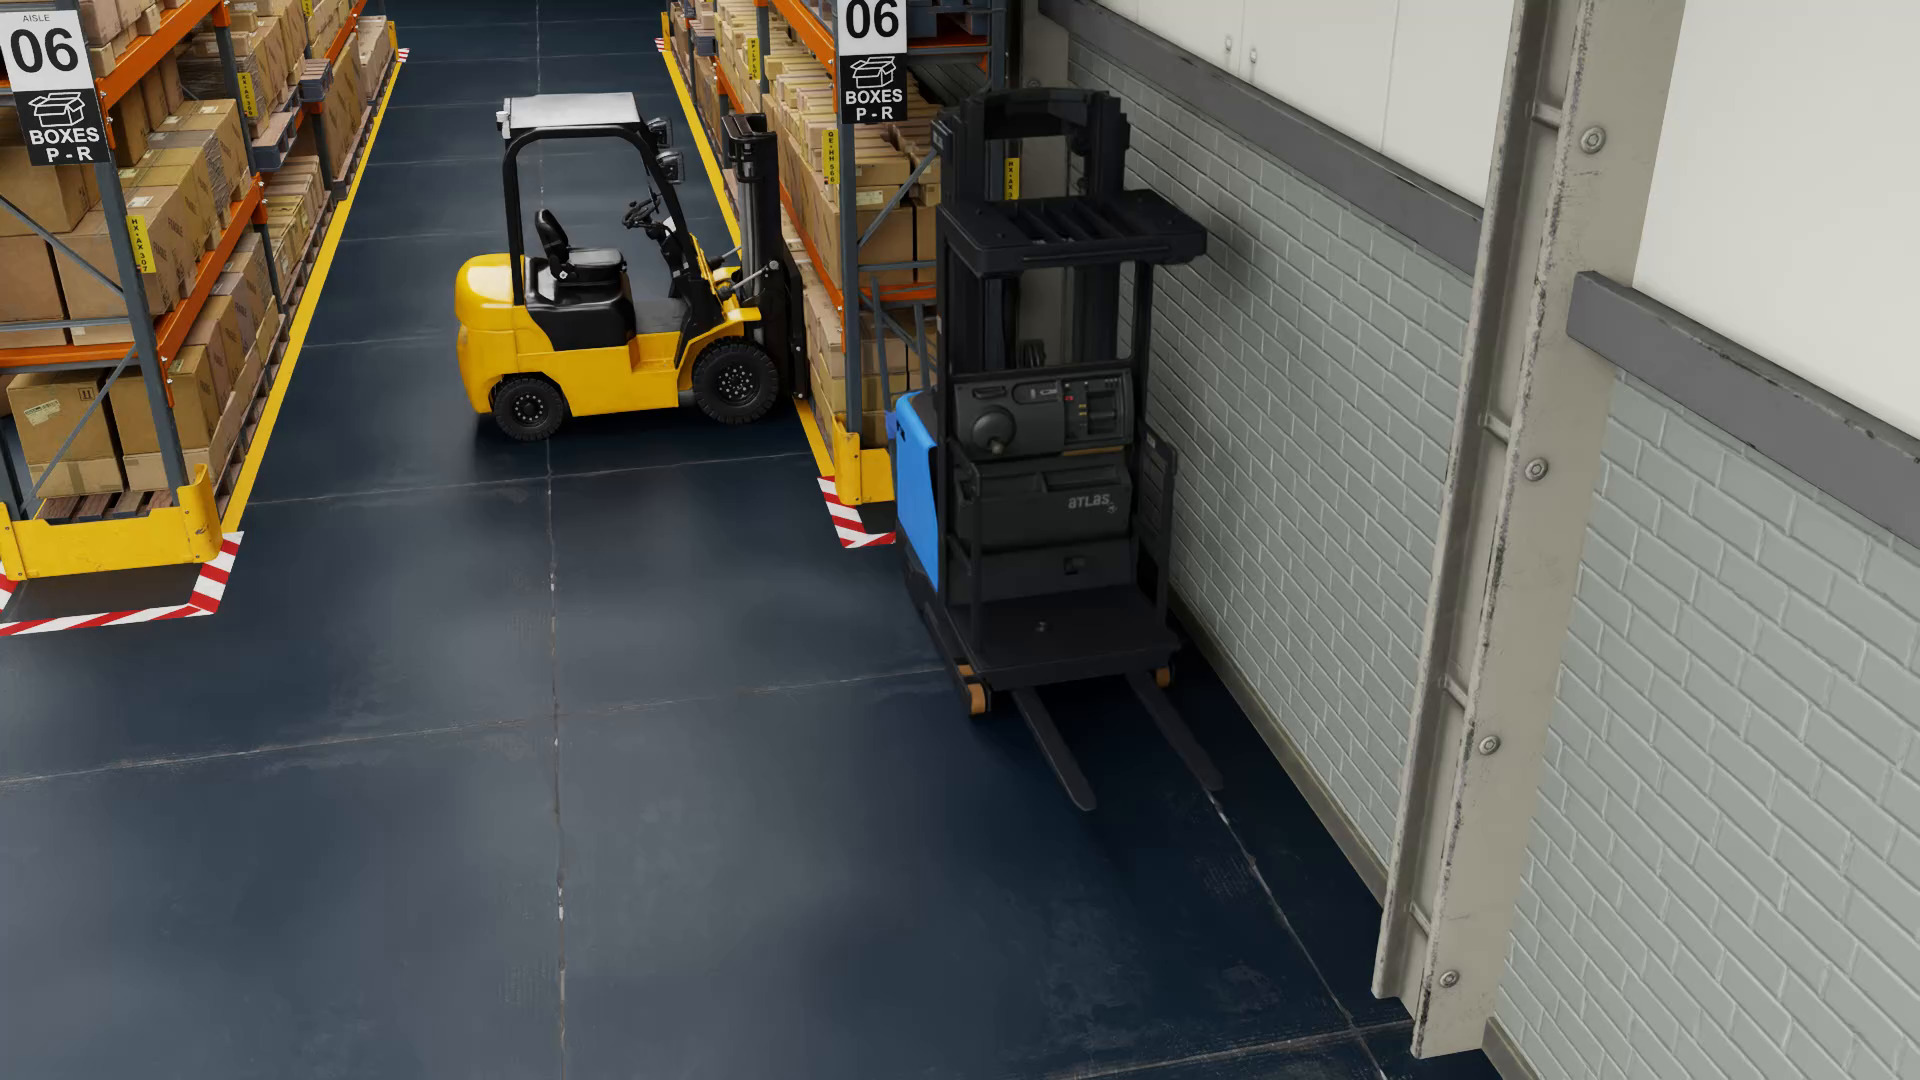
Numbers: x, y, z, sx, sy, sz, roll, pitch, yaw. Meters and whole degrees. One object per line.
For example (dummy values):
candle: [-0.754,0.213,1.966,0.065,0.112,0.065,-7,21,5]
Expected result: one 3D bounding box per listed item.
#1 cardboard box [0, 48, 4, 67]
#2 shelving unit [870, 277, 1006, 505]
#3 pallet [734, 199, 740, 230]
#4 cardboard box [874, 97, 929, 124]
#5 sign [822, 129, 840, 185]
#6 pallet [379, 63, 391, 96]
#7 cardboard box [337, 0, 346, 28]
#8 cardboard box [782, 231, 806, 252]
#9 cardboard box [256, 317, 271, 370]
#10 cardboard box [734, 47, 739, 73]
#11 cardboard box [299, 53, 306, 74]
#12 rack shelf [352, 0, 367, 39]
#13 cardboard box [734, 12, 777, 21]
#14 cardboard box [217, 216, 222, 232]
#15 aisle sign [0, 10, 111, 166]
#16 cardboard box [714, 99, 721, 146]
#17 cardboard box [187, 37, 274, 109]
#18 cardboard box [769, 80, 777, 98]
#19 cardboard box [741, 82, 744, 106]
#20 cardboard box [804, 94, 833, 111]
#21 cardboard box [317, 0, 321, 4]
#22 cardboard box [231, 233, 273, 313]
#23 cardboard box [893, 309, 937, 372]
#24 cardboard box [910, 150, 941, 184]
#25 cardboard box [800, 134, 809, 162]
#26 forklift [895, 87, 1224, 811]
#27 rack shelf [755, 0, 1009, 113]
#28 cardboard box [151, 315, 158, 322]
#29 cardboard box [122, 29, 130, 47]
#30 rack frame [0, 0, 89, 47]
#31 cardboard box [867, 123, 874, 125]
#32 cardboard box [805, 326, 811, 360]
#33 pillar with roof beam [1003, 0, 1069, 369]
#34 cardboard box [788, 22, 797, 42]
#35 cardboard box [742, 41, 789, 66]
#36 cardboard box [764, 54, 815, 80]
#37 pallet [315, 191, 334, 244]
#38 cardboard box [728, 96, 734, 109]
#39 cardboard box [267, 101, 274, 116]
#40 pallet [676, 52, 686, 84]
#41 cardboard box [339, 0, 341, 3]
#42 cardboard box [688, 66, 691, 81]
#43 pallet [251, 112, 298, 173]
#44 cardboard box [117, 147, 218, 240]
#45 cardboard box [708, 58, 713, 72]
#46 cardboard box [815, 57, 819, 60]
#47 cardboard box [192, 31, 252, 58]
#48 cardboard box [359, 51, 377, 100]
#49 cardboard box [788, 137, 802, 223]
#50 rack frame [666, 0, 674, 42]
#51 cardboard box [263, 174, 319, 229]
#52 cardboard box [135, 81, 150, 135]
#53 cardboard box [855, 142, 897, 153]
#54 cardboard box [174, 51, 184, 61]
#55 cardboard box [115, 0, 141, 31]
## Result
cardboard box: [-5.507,-2.656,9.134,0.380,0.149,0.250,-6,27,-11]
shelving unit: [-0.098,-0.809,10.079,0.538,1.500,1.048,-11,19,-14]
pallet: [-1.614,-3.068,16.095,1.003,0.211,1.213,-6,27,-12]
cardboard box: [-0.419,-3.019,11.741,0.380,0.149,0.250,-6,27,-11]
sign: [-0.762,-2.275,9.880,0.100,0.325,0.005,-6,27,-12]
pallet: [-8.144,-6.097,22.095,1.003,0.211,1.213,-6,27,-12]
cardboard box: [-7.310,-6.001,18.977,0.500,0.250,0.500,-6,27,-12]
cardboard box: [-1.100,-2.176,12.709,0.500,0.250,0.500,-5,27,-10]
cardboard box: [-5.442,-1.446,12.372,0.500,0.250,0.500,-7,28,-13]
cardboard box: [-1.820,-4.476,15.401,0.500,0.250,0.500,-6,27,-11]
cardboard box: [-6.334,-4.446,15.543,0.380,0.149,0.250,-6,27,-12]
rack shelf: [-8.221,-7.020,21.628,1.077,0.370,4.000,-6,27,-12]
cardboard box: [-1.947,-4.929,15.856,0.380,0.149,0.250,-6,27,-11]
cardboard box: [-5.337,-2.168,11.495,0.380,0.149,0.250,-6,27,-13]
aisle sign: [-4.750,-2.360,8.712,0.394,0.787,0.004,-6,27,-12]
cardboard box: [-2.441,-4.669,18.480,0.500,0.500,0.500,-6,27,-12]
cardboard box: [-5.907,-3.771,13.485,0.500,0.500,0.500,-6,27,-11]
cardboard box: [-1.316,-3.625,13.271,0.380,0.149,0.250,-6,27,-12]
cardboard box: [-1.701,-4.026,15.064,0.500,0.250,0.500,-6,27,-11]
cardboard box: [-0.908,-3.089,11.880,0.380,0.149,0.250,-6,27,-11]
cardboard box: [-6.964,-5.885,17.360,0.500,0.500,0.500,-5,27,-10]
cardboard box: [-5.572,-2.014,12.664,0.500,0.500,0.500,-6,27,-12]
cardboard box: [-0.154,-1.337,11.047,0.500,0.250,0.500,-6,27,-12]
cardboard box: [-0.098,-2.337,10.390,0.380,0.149,0.250,-6,27,-13]
cardboard box: [-0.895,-2.720,11.478,0.380,0.149,0.250,-6,27,-11]
forklift: [0.486,-0.607,8.201,1.130,2.935,3.031,-7,28,-13]
rack shelf: [-0.681,-3.597,11.517,1.077,0.370,4.000,-6,27,-12]
cardboard box: [-5.011,-1.363,9.900,0.380,0.149,0.250,-6,27,-11]
cardboard box: [-5.077,-2.933,9.682,0.380,0.149,0.250,-6,27,-12]
rack frame: [-5.066,-3.873,7.937,1.000,3.000,0.127,-6,27,-12]
cardboard box: [-0.461,-3.000,12.033,0.380,0.149,0.250,-7,28,-13]
cardboard box: [-0.884,-1.512,11.947,0.500,0.250,0.500,-7,28,-13]
pillar with roof beam: [-3.704,-4.339,8.860,9.100,9.000,0.400,-6,27,-12]
cardboard box: [-1.398,-4.753,15.507,0.380,0.149,0.250,-5,27,-10]
cardboard box: [-1.693,-4.245,14.500,0.380,0.149,0.250,-7,28,-13]
cardboard box: [-1.349,-3.754,13.197,0.380,0.149,0.250,-5,27,-11]
pallet: [-6.694,-3.119,16.196,1.003,0.211,1.213,-6,27,-12]
cardboard box: [-2.392,-4.765,17.950,0.380,0.149,0.250,-7,28,-14]
cardboard box: [-5.987,-3.646,13.957,0.380,0.149,0.250,-6,27,-11]
pallet: [-3.367,-6.562,23.017,1.003,0.211,1.213,-6,27,-12]
cardboard box: [-7.314,-6.232,18.880,0.500,0.250,0.500,-5,27,-10]
cardboard box: [-3.347,-6.098,21.701,0.380,0.149,0.250,-7,28,-13]
pallet: [-5.998,-3.216,13.505,1.003,0.211,1.213,-6,27,-12]
cardboard box: [-5.261,-2.282,11.001,0.500,0.500,0.500,-7,28,-13]
cardboard box: [-2.758,-5.579,19.562,0.380,0.149,0.250,-5,27,-10]
cardboard box: [-1.002,-3.967,13.950,0.380,0.149,0.250,-7,28,-13]
cardboard box: [-5.729,-3.848,12.918,0.380,0.149,0.250,-6,27,-12]
cardboard box: [-7.807,-5.793,20.777,0.875,0.438,0.875,-6,27,-12]
cardboard box: [-0.945,-2.608,11.977,0.500,0.500,0.500,-6,27,-11]
rack frame: [-3.836,-8.725,24.207,1.000,3.000,0.127,-6,27,-12]
cardboard box: [-6.577,-3.149,15.611,0.950,0.372,0.625,-6,27,-13]
cardboard box: [-5.899,-2.910,11.136,0.700,0.500,0.500,-7,28,-13]
cardboard box: [-0.602,-2.409,10.533,0.380,0.149,0.250,-6,27,-12]
cardboard box: [-6.295,-3.496,12.940,0.500,0.500,0.500,-6,27,-13]
cardboard box: [-5.024,-3.070,9.511,0.500,0.250,0.500,-6,27,-12]
